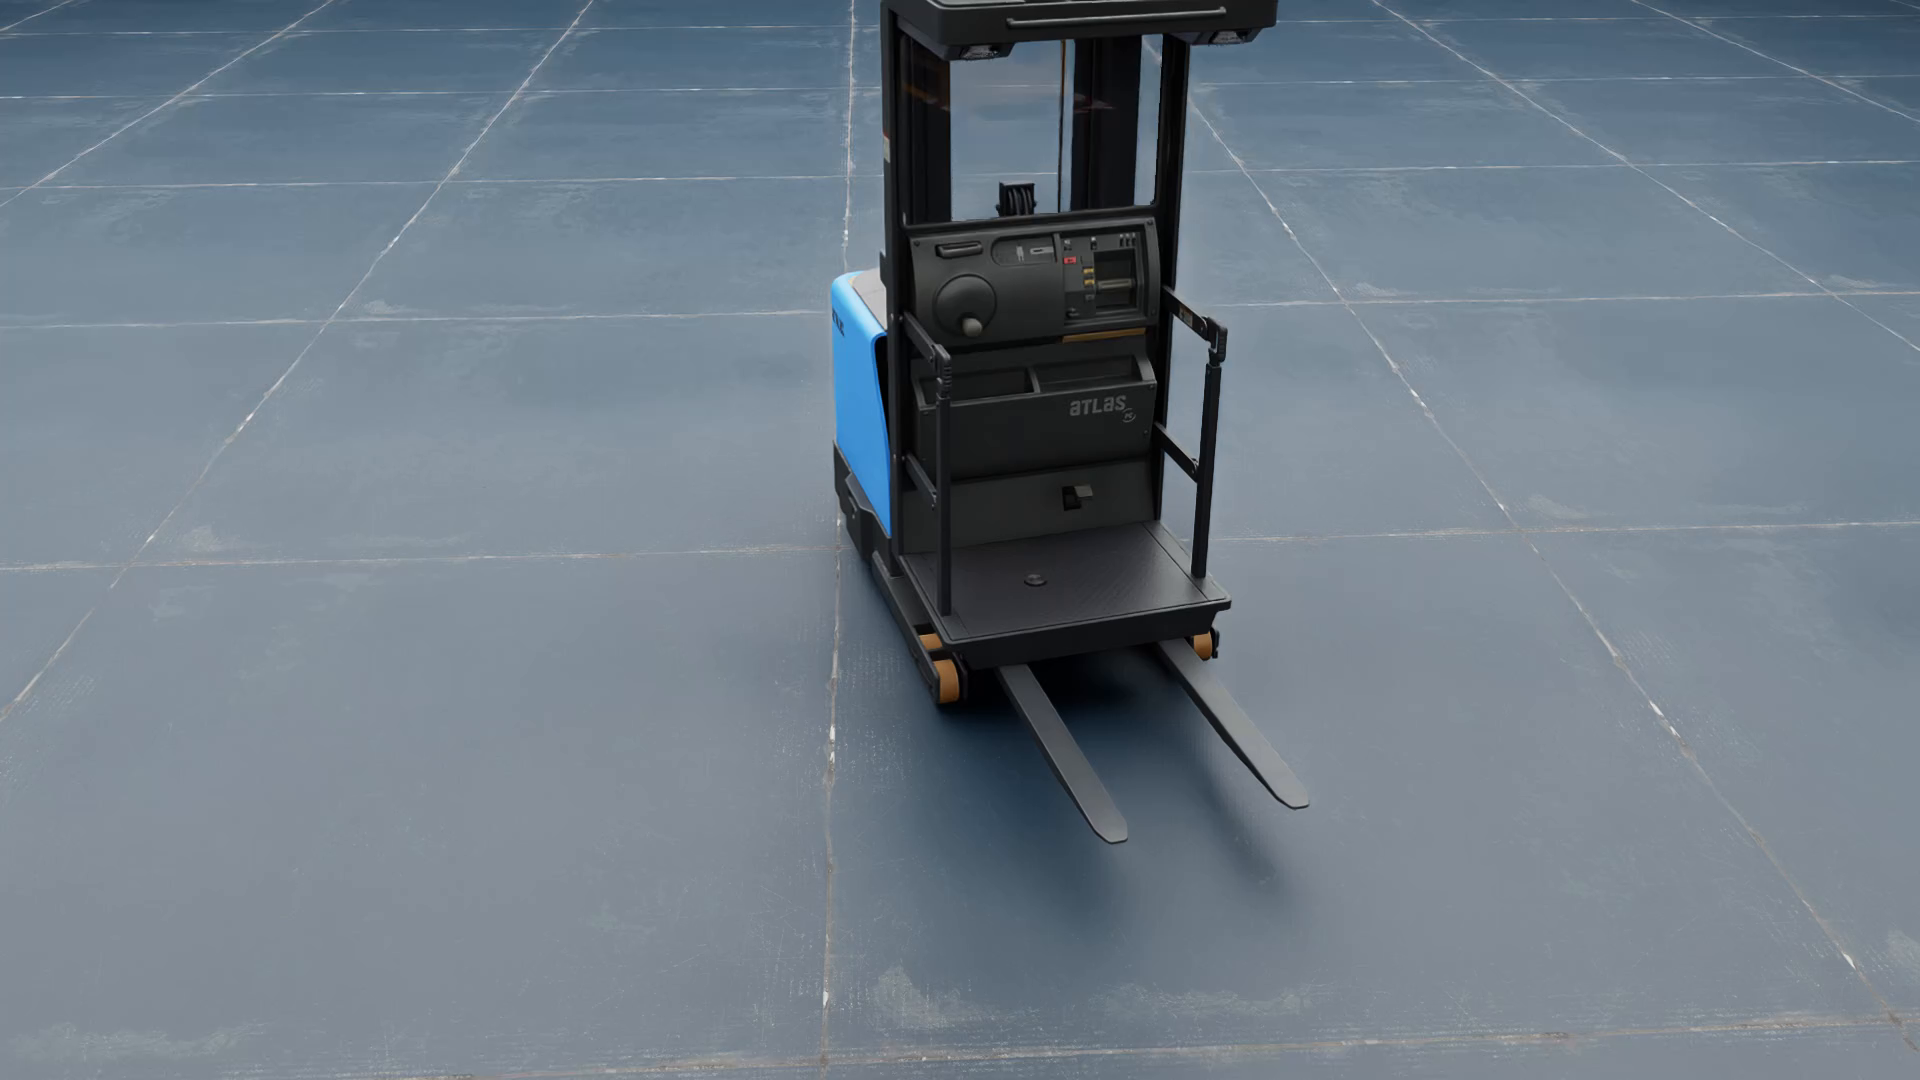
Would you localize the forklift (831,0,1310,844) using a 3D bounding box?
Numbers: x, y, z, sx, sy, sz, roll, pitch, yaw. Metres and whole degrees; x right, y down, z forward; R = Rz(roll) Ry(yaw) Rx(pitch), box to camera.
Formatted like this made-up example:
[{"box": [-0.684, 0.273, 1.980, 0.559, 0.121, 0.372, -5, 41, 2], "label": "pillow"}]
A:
[{"box": [0.341, -0.902, 5.810, 1.130, 2.935, 3.031, -8, 29, -15], "label": "forklift"}]
